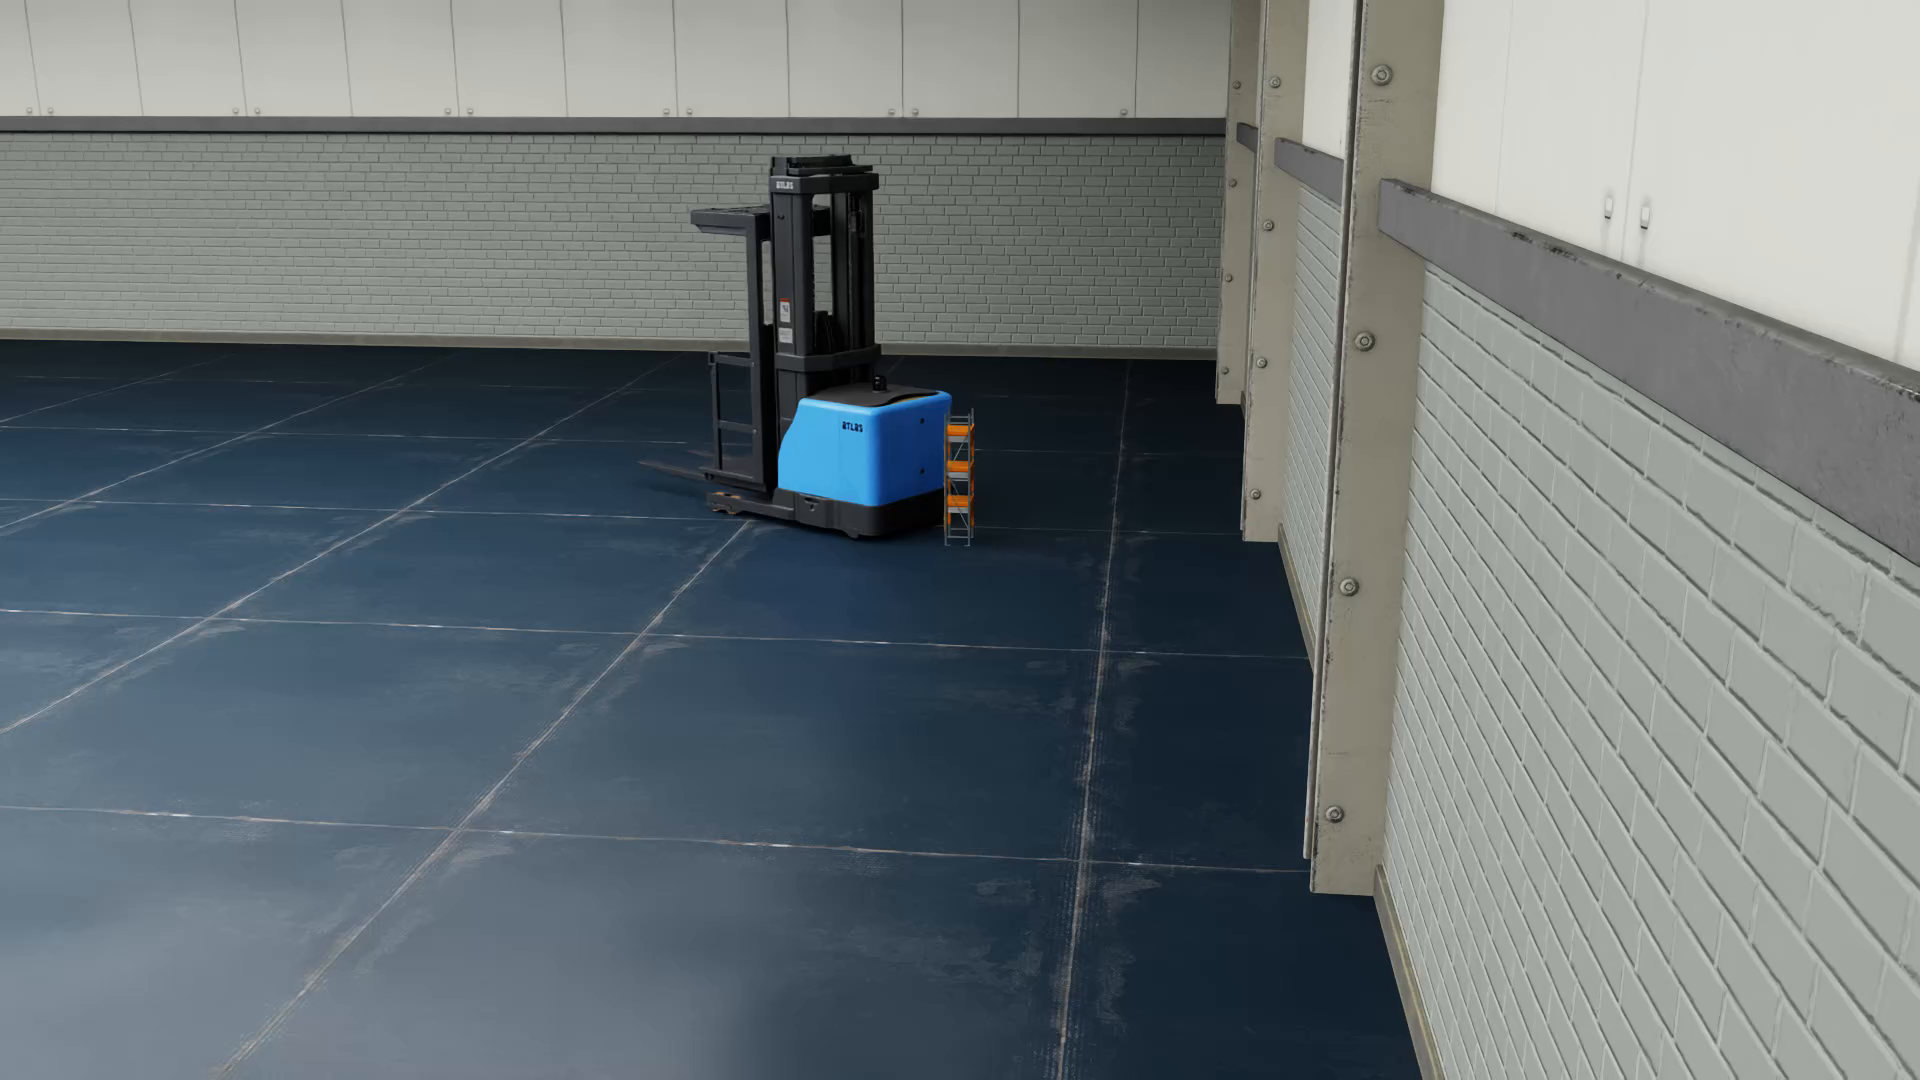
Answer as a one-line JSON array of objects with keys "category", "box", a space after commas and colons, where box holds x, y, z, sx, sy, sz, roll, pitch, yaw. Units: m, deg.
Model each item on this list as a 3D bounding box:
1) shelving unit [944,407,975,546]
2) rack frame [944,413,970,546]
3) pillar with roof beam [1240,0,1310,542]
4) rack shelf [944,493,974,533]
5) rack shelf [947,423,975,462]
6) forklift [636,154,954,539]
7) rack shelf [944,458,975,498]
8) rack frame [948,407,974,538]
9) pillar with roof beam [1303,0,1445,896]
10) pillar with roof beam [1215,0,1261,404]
[{"category": "shelving unit", "box": [-0.006, -0.493, 12.974, 0.215, 1.050, 0.252, 2, 15, 6]}, {"category": "rack frame", "box": [-0.020, -0.461, 12.857, 0.200, 1.050, 0.008, 2, 15, 6]}, {"category": "pillar with roof beam", "box": [-1.868, -4.510, 12.601, 9.100, 9.000, 0.400, 2, 15, 6]}, {"category": "rack shelf", "box": [-0.006, -0.214, 13.049, 0.215, 0.259, 0.240, 2, 15, 6]}, {"category": "rack shelf", "box": [-0.006, -0.757, 12.902, 0.215, 0.259, 0.240, 2, 15, 6]}, {"category": "forklift", "box": [-1.512, -1.718, 13.899, 3.031, 2.935, 1.130, 12, 19, 37]}, {"category": "rack shelf", "box": [-0.006, -0.483, 12.976, 0.215, 0.259, 0.240, 2, 15, 6]}, {"category": "rack frame", "box": [0.008, -0.525, 13.091, 0.200, 1.050, 0.008, 2, 15, 6]}, {"category": "pillar with roof beam", "box": [-2.545, -2.954, 6.846, 9.100, 9.000, 0.400, 2, 15, 6]}, {"category": "pillar with roof beam", "box": [-1.191, -6.066, 18.356, 9.100, 9.000, 0.400, 2, 15, 6]}]
